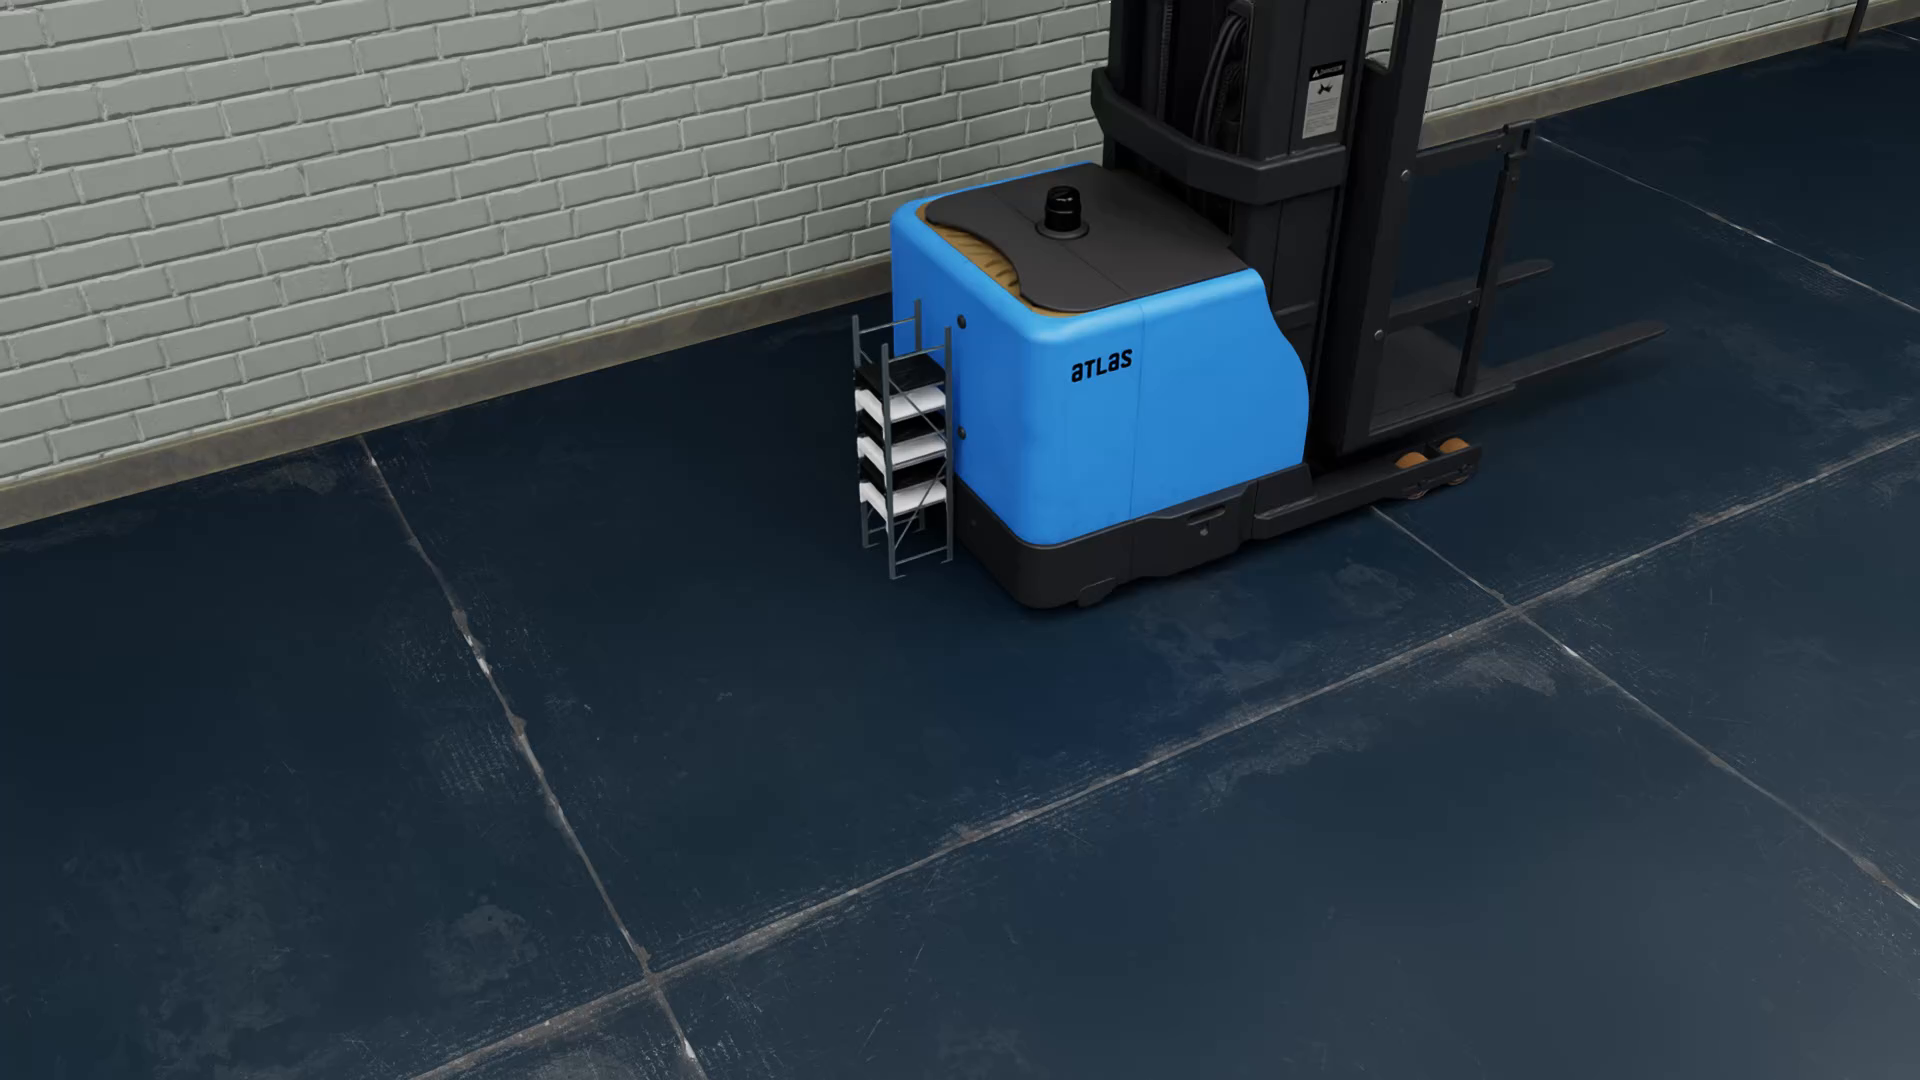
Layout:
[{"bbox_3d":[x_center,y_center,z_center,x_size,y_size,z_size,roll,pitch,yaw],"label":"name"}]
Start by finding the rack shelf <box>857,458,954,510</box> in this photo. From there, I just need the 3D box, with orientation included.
[{"bbox_3d":[-0.180,-0.215,5.490,0.258,0.077,0.200,-18,40,-23],"label":"rack shelf"}]

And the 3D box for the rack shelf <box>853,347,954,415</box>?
[{"bbox_3d":[-0.181,-0.505,5.277,0.258,0.077,0.200,-18,40,-23],"label":"rack shelf"}]

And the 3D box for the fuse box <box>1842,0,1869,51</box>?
[{"bbox_3d":[5.184,-3.528,9.129,0.539,1.711,0.414,-19,40,-24],"label":"fuse box"}]

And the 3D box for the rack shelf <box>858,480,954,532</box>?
[{"bbox_3d":[-0.180,-0.142,5.543,0.258,0.077,0.200,-18,40,-23],"label":"rack shelf"}]

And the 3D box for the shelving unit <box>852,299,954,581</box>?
[{"bbox_3d":[-0.180,-0.315,5.417,0.258,0.900,0.210,-18,40,-23],"label":"shelving unit"}]

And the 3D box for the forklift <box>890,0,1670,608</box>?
[{"bbox_3d":[1.299,-1.584,5.433,3.031,2.935,1.130,-18,40,-23],"label":"forklift"}]

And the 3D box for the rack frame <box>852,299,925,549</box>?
[{"bbox_3d":[-0.229,-0.367,5.489,0.240,0.900,0.006,-18,40,-23],"label":"rack frame"}]

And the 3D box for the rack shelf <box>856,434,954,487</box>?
[{"bbox_3d":[-0.180,-0.288,5.437,0.258,0.077,0.200,-18,40,-23],"label":"rack shelf"}]

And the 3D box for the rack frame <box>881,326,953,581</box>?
[{"bbox_3d":[-0.131,-0.262,5.345,0.240,0.900,0.006,-18,40,-23],"label":"rack frame"}]

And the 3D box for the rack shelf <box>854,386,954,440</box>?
[{"bbox_3d":[-0.181,-0.433,5.330,0.258,0.077,0.200,-18,40,-23],"label":"rack shelf"}]

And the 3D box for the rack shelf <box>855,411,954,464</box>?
[{"bbox_3d":[-0.180,-0.360,5.383,0.258,0.077,0.200,-18,40,-23],"label":"rack shelf"}]
